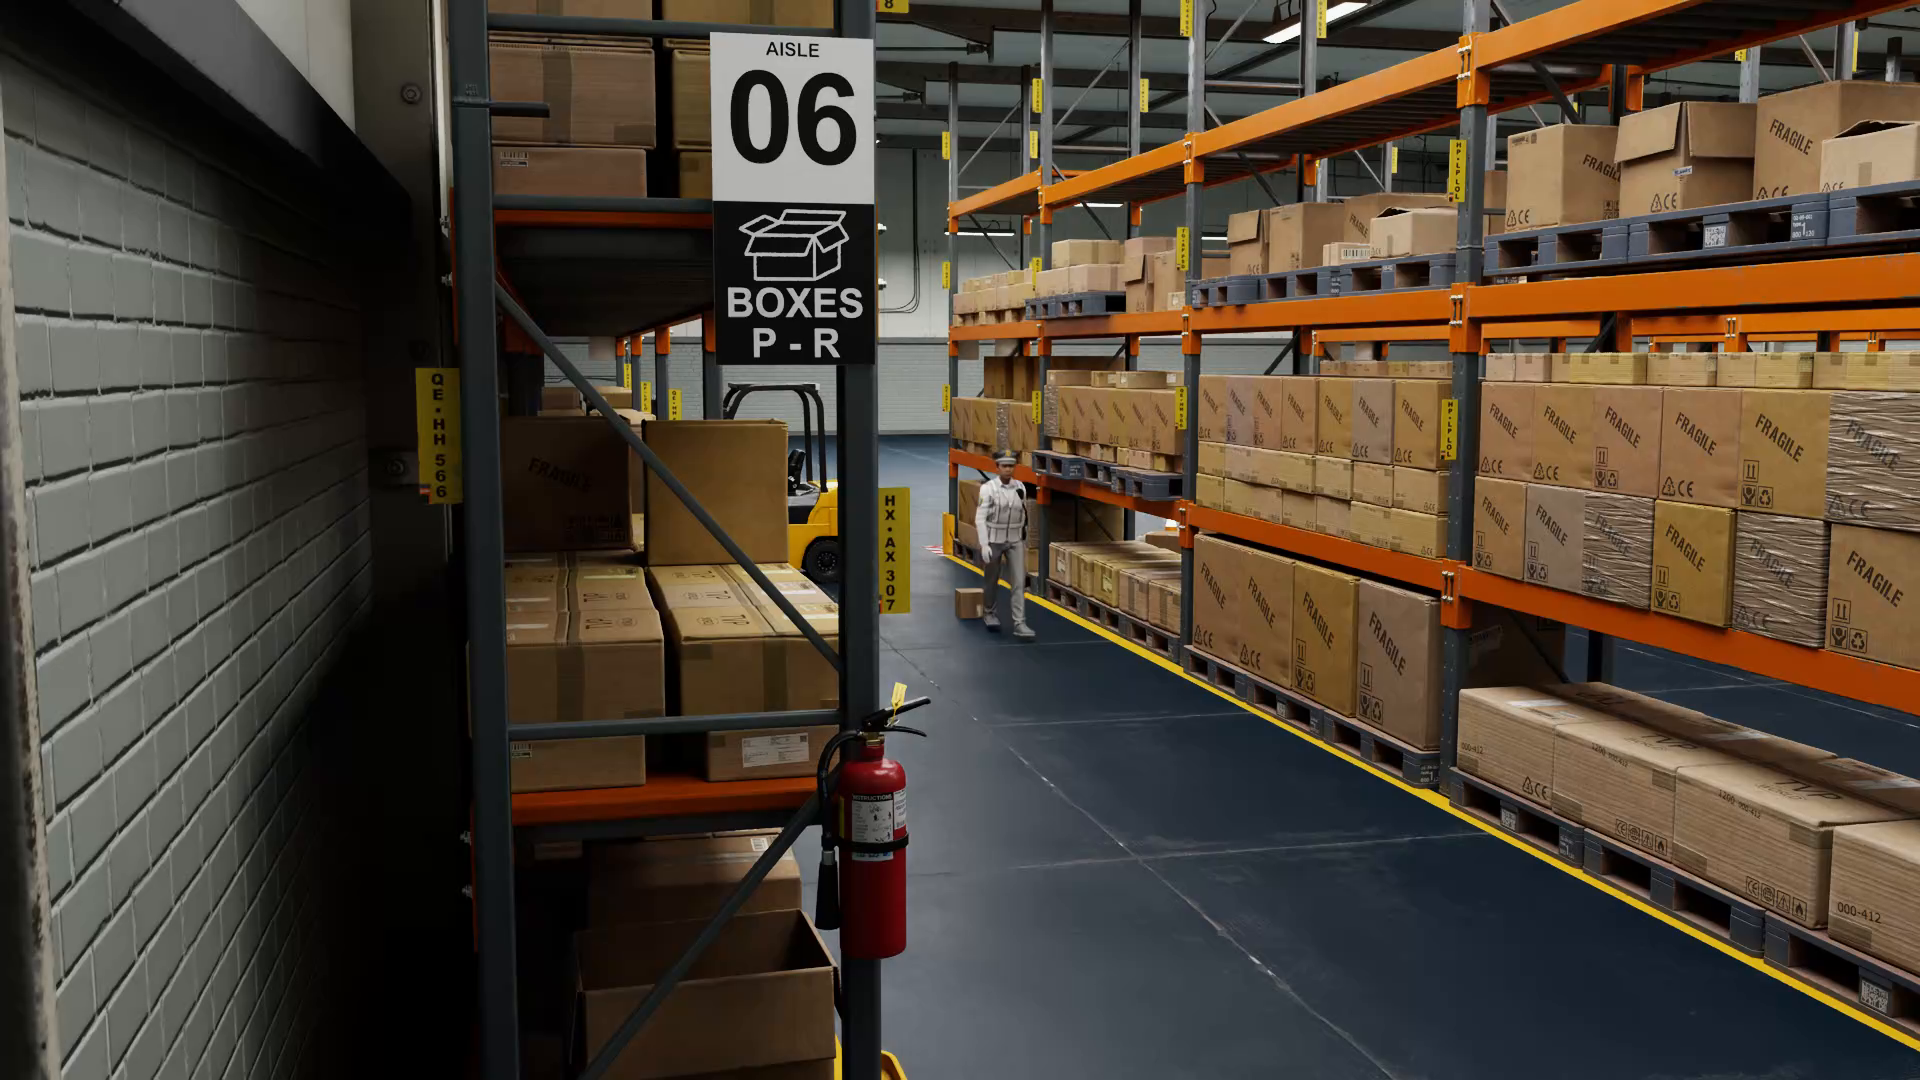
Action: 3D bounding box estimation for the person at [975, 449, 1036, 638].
[{"bbox_3d":[0.377,0.006,14.504,0.515,1.610,1.008,-1,6,-13],"label":"person"}]
